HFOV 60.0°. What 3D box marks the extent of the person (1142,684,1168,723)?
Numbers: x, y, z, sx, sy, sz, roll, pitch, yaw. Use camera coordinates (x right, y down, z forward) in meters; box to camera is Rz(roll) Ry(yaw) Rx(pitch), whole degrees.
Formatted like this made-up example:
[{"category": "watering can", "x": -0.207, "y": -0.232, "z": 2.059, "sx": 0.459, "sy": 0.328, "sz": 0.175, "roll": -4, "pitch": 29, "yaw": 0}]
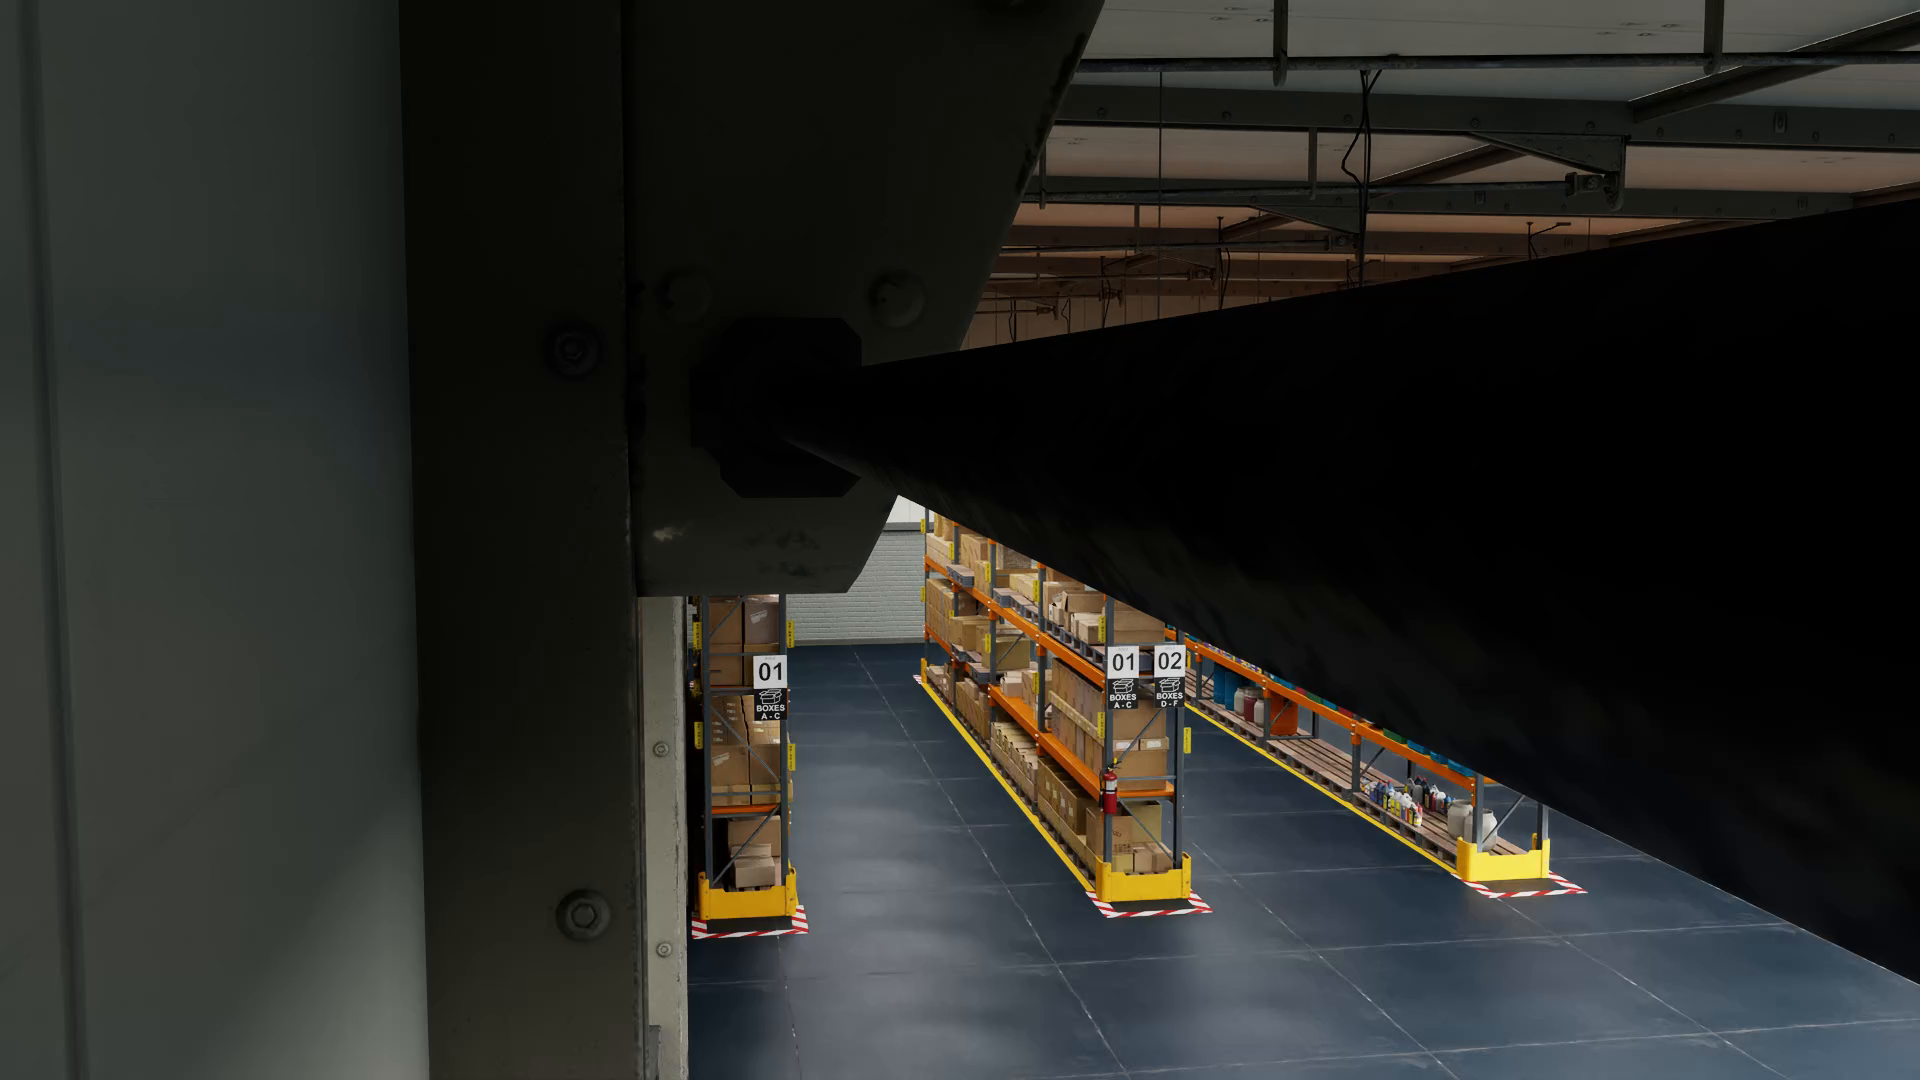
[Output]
[{"category": "person", "x": 3.550, "y": 2.890, "z": 29.779, "sx": 0.694, "sy": 1.690, "sz": 0.798, "roll": -1, "pitch": 5, "yaw": -14}]
